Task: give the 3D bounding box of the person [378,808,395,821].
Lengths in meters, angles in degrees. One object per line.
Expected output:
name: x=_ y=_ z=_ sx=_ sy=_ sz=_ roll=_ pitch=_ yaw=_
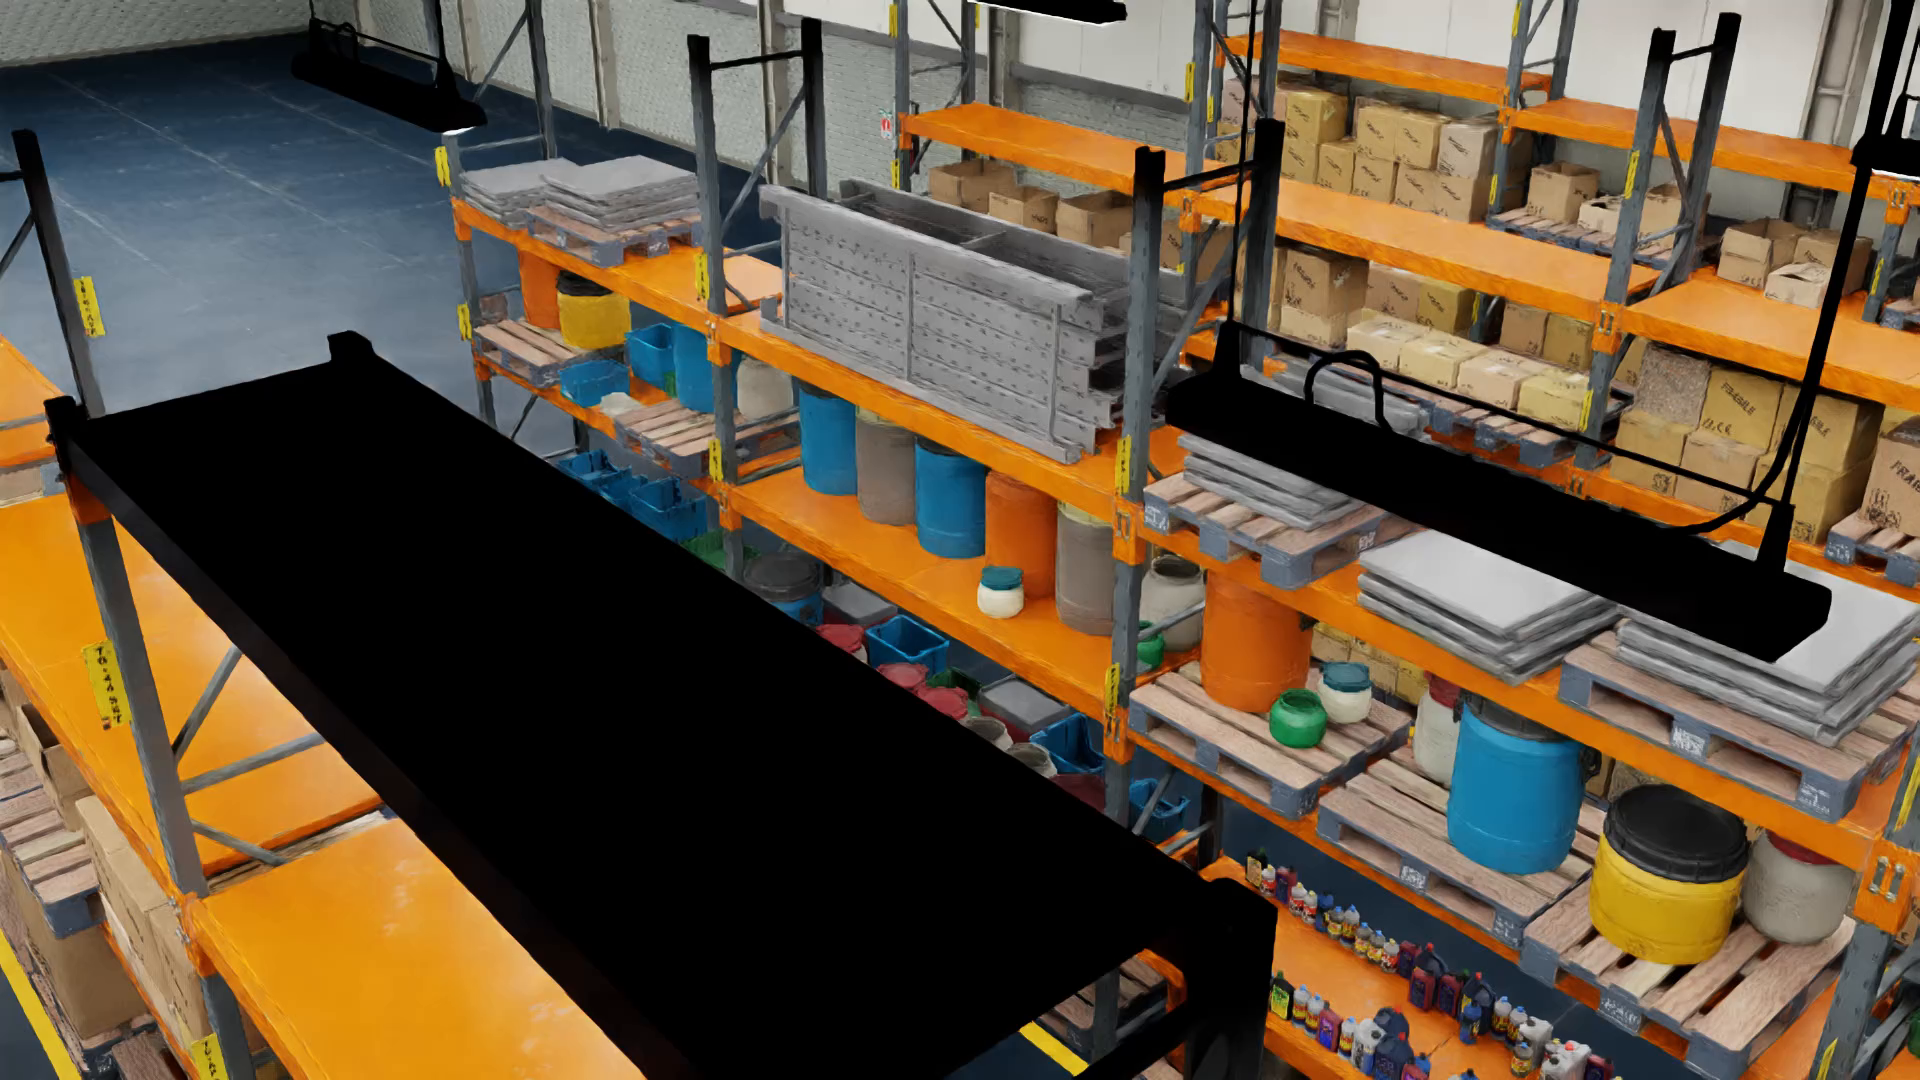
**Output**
person: x=-3.830 y=2.346 z=11.164 sx=0.447 sy=1.584 sz=1.095 roll=-19 pitch=33 yaw=-33
